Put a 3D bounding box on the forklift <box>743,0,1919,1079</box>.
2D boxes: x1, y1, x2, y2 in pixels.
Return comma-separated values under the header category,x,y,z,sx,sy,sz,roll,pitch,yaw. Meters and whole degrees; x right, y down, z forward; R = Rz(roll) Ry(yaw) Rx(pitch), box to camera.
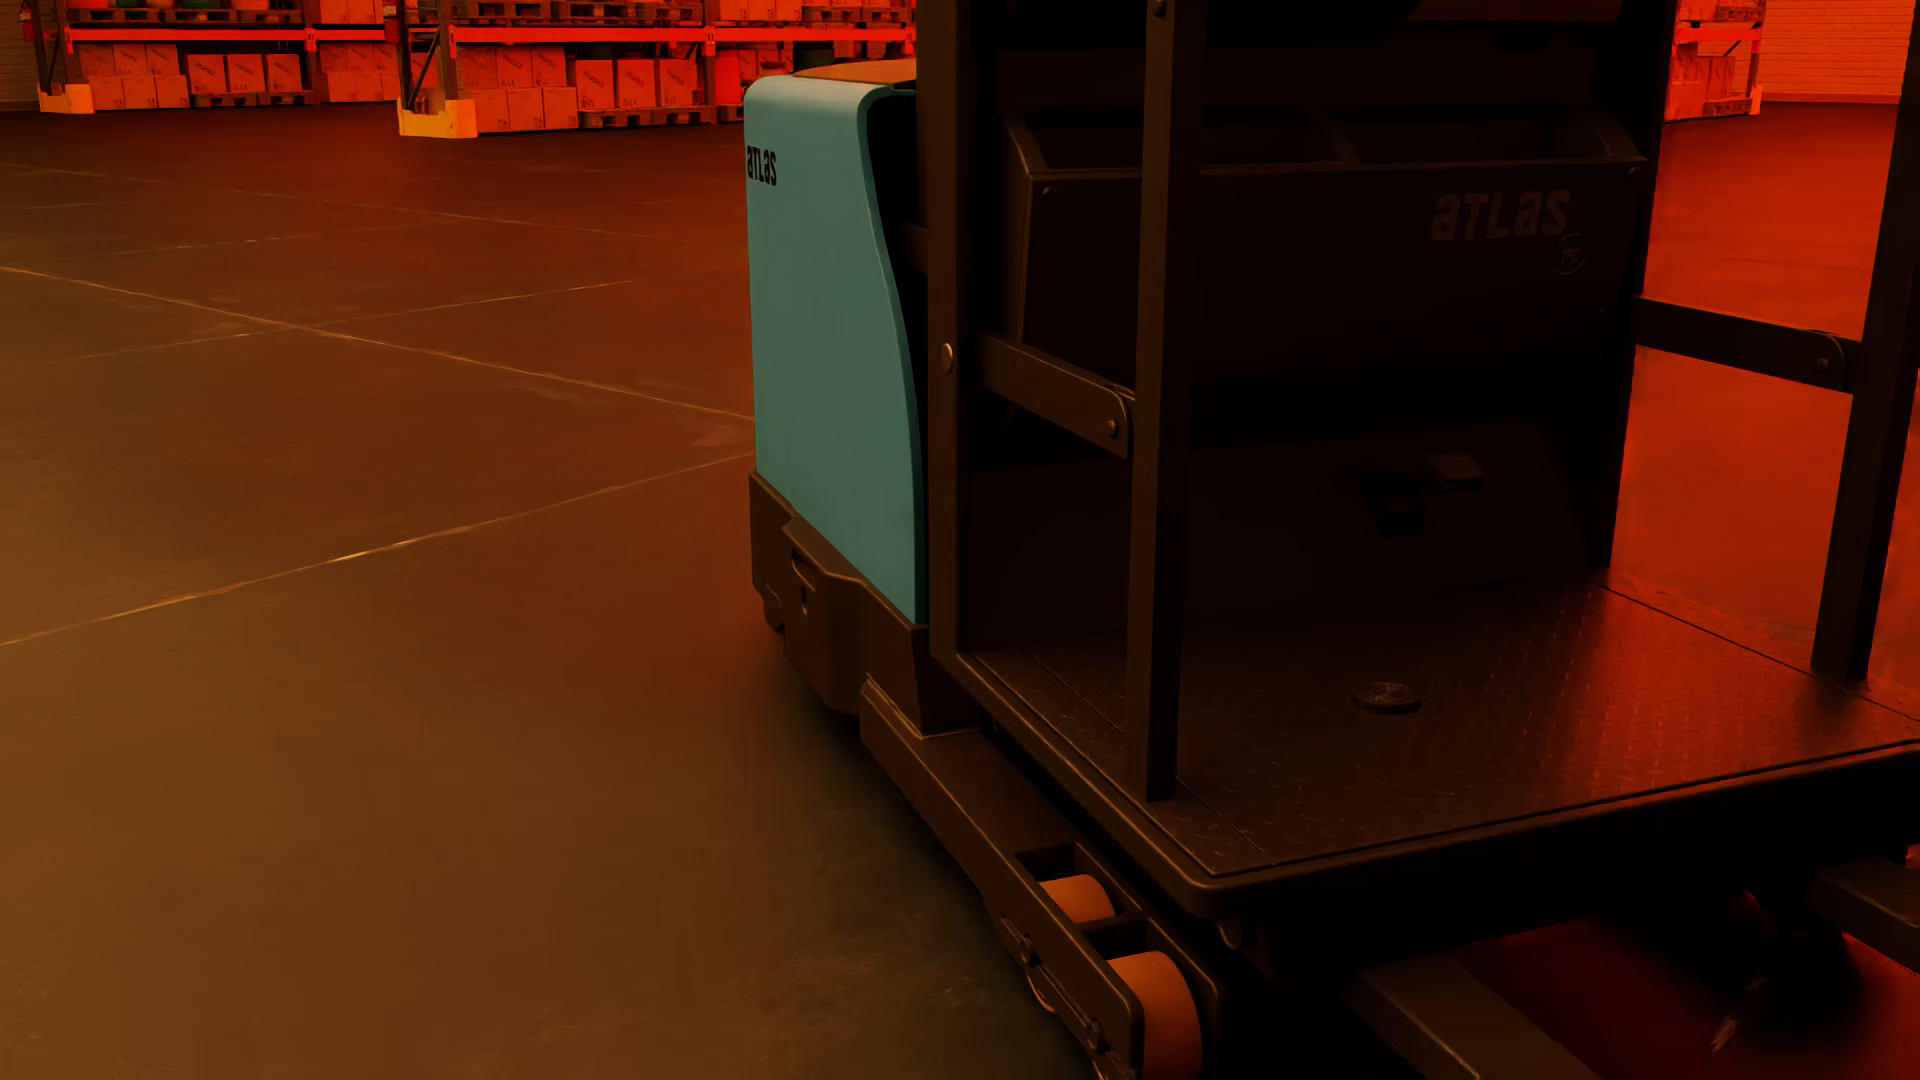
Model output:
category,x,y,z,sx,sy,sz,roll,pitch,yaw
forklift,0.572,-0.908,1.886,1.130,2.935,3.031,-6,18,-20
